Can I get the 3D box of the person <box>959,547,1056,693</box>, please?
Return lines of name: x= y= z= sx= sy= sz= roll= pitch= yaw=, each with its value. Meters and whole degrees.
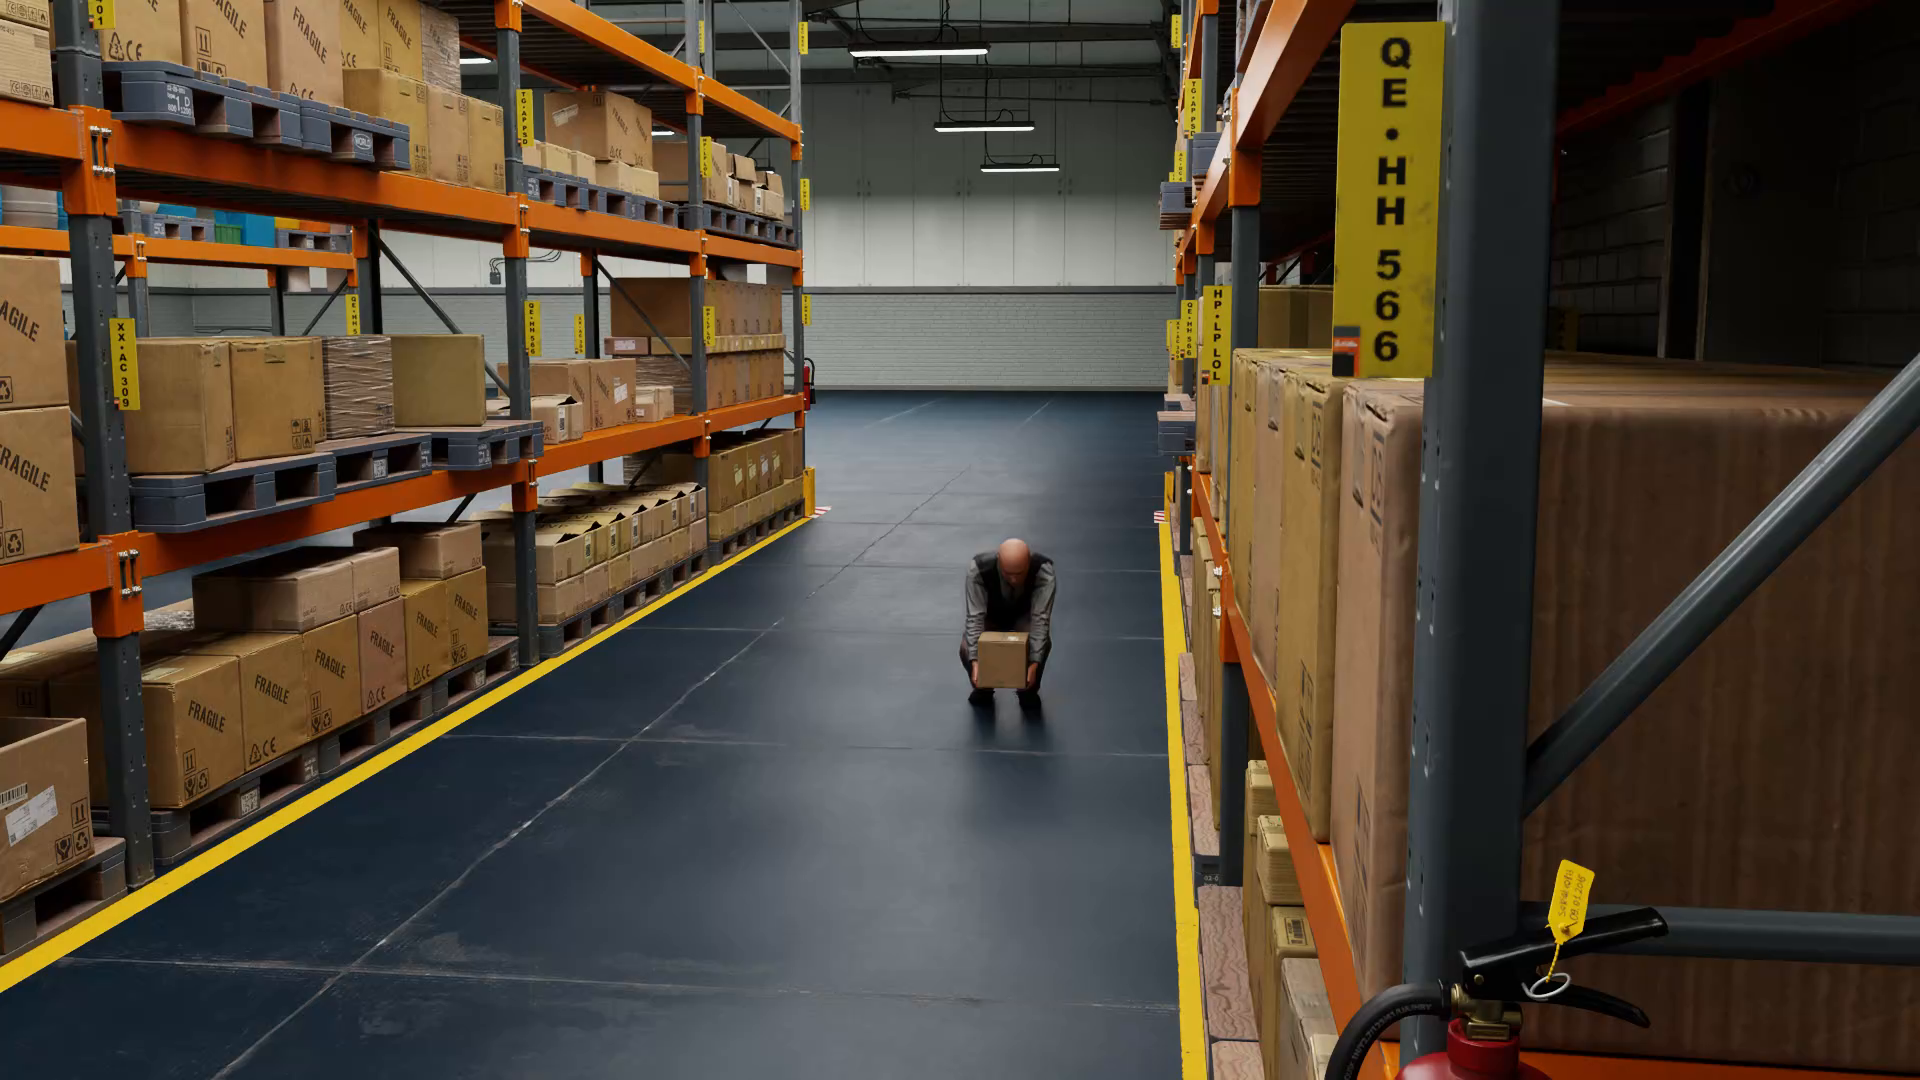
person: x=0.266 y=0.438 z=9.082 sx=0.517 sy=0.842 sz=0.767 roll=1 pitch=8 yaw=4
